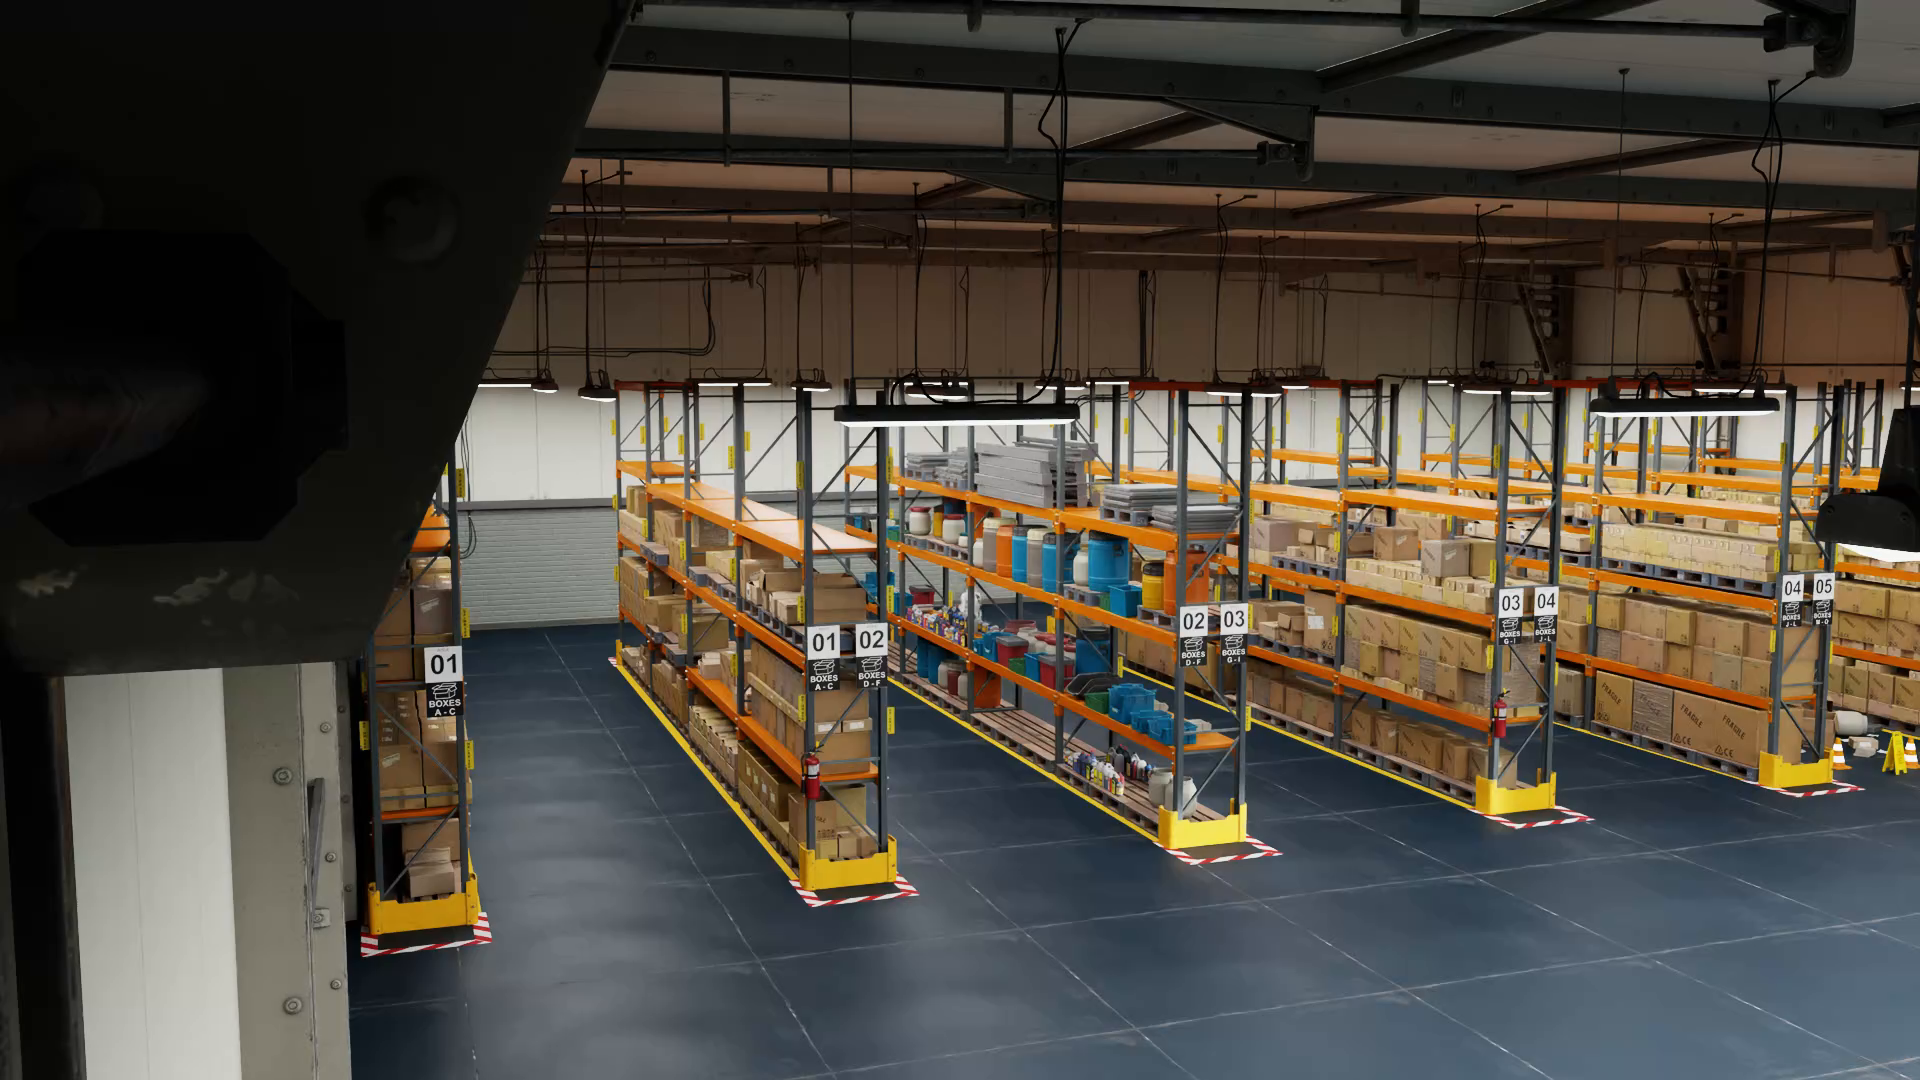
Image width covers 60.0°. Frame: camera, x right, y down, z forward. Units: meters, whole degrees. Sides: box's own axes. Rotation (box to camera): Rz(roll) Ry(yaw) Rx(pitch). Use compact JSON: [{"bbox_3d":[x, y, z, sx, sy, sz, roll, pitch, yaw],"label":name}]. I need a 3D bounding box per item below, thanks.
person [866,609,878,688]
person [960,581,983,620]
[{"bbox_3d":[-1.685,2.026,30.719,0.569,1.578,0.603,1,6,10],"label":"person"},{"bbox_3d":[0.250,1.604,34.351,0.559,1.637,0.970,-3,7,-27],"label":"person"}]
